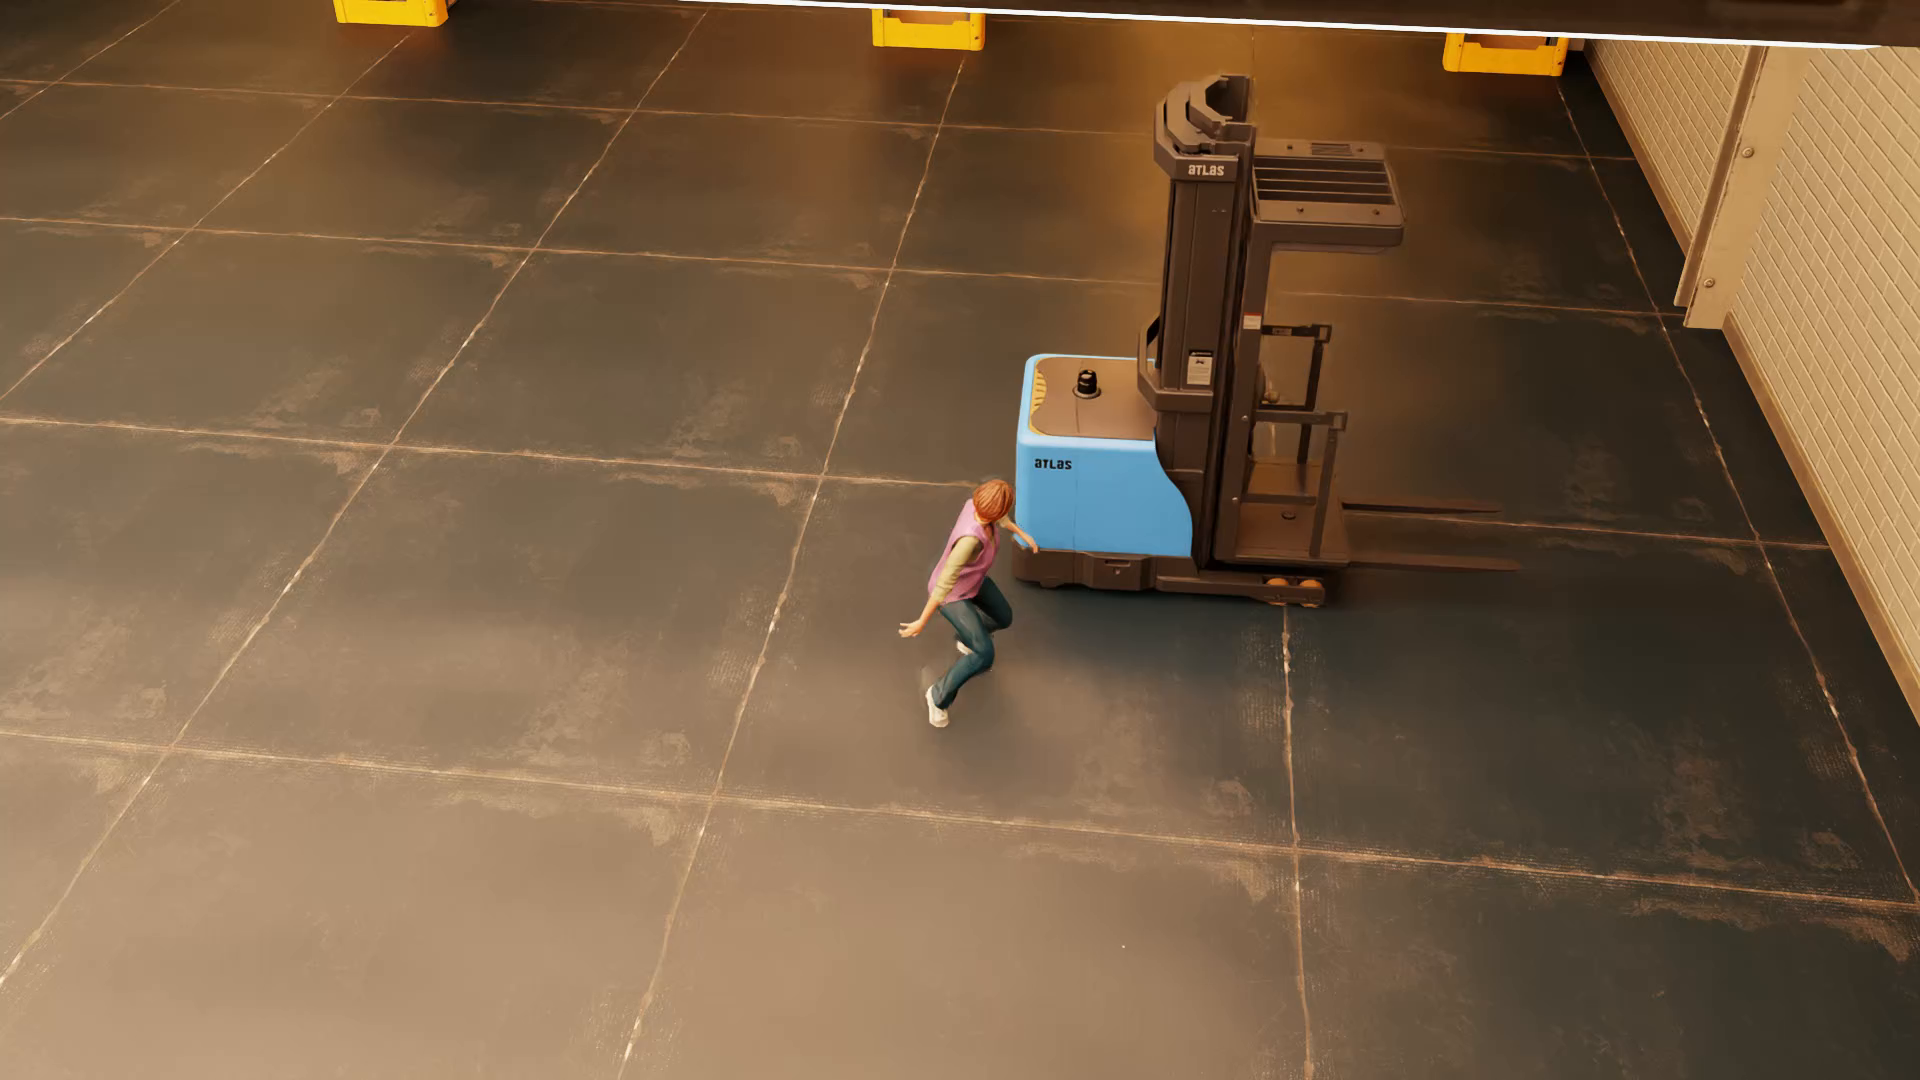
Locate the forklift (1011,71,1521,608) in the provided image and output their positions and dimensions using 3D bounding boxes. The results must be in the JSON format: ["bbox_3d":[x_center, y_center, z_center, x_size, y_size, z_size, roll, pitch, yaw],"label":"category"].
[{"bbox_3d":[1.861,-1.108,9.532,3.031,2.935,1.130,3,37,4],"label":"forklift"}]

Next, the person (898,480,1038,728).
[{"bbox_3d":[0.051,0.320,8.917,0.492,1.489,0.875,13,38,17],"label":"person"}]
